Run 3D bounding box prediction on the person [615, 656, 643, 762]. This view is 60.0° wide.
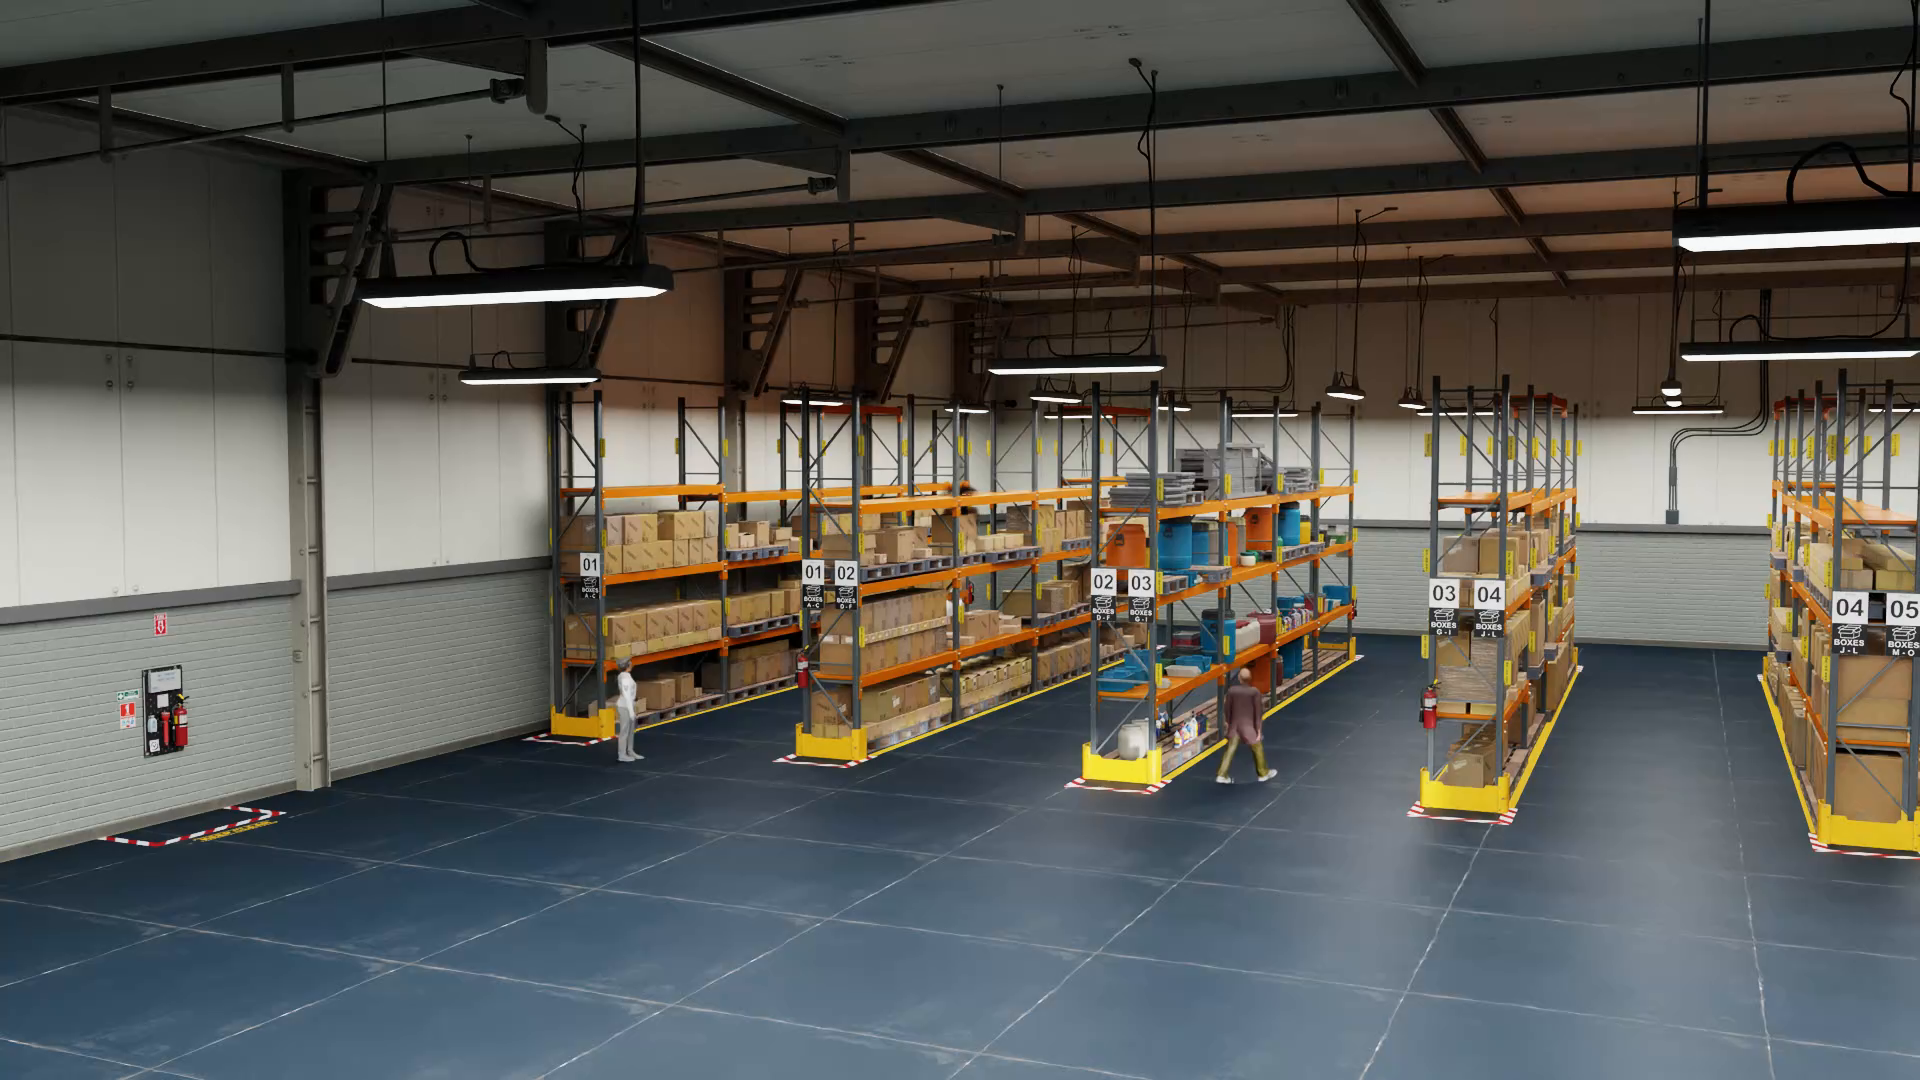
[{"bbox_3d":[-5.302,2.697,26.597,0.393,1.698,0.542,0,3,-1],"label":"person"}]

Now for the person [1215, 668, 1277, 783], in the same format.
[{"bbox_3d":[4.260,2.754,24.755,1.143,1.721,0.676,-3,4,-41],"label":"person"}]

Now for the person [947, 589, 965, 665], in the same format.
[{"bbox_3d":[-0.187,1.998,38.597,0.606,1.738,1.016,1,3,17],"label":"person"}]
